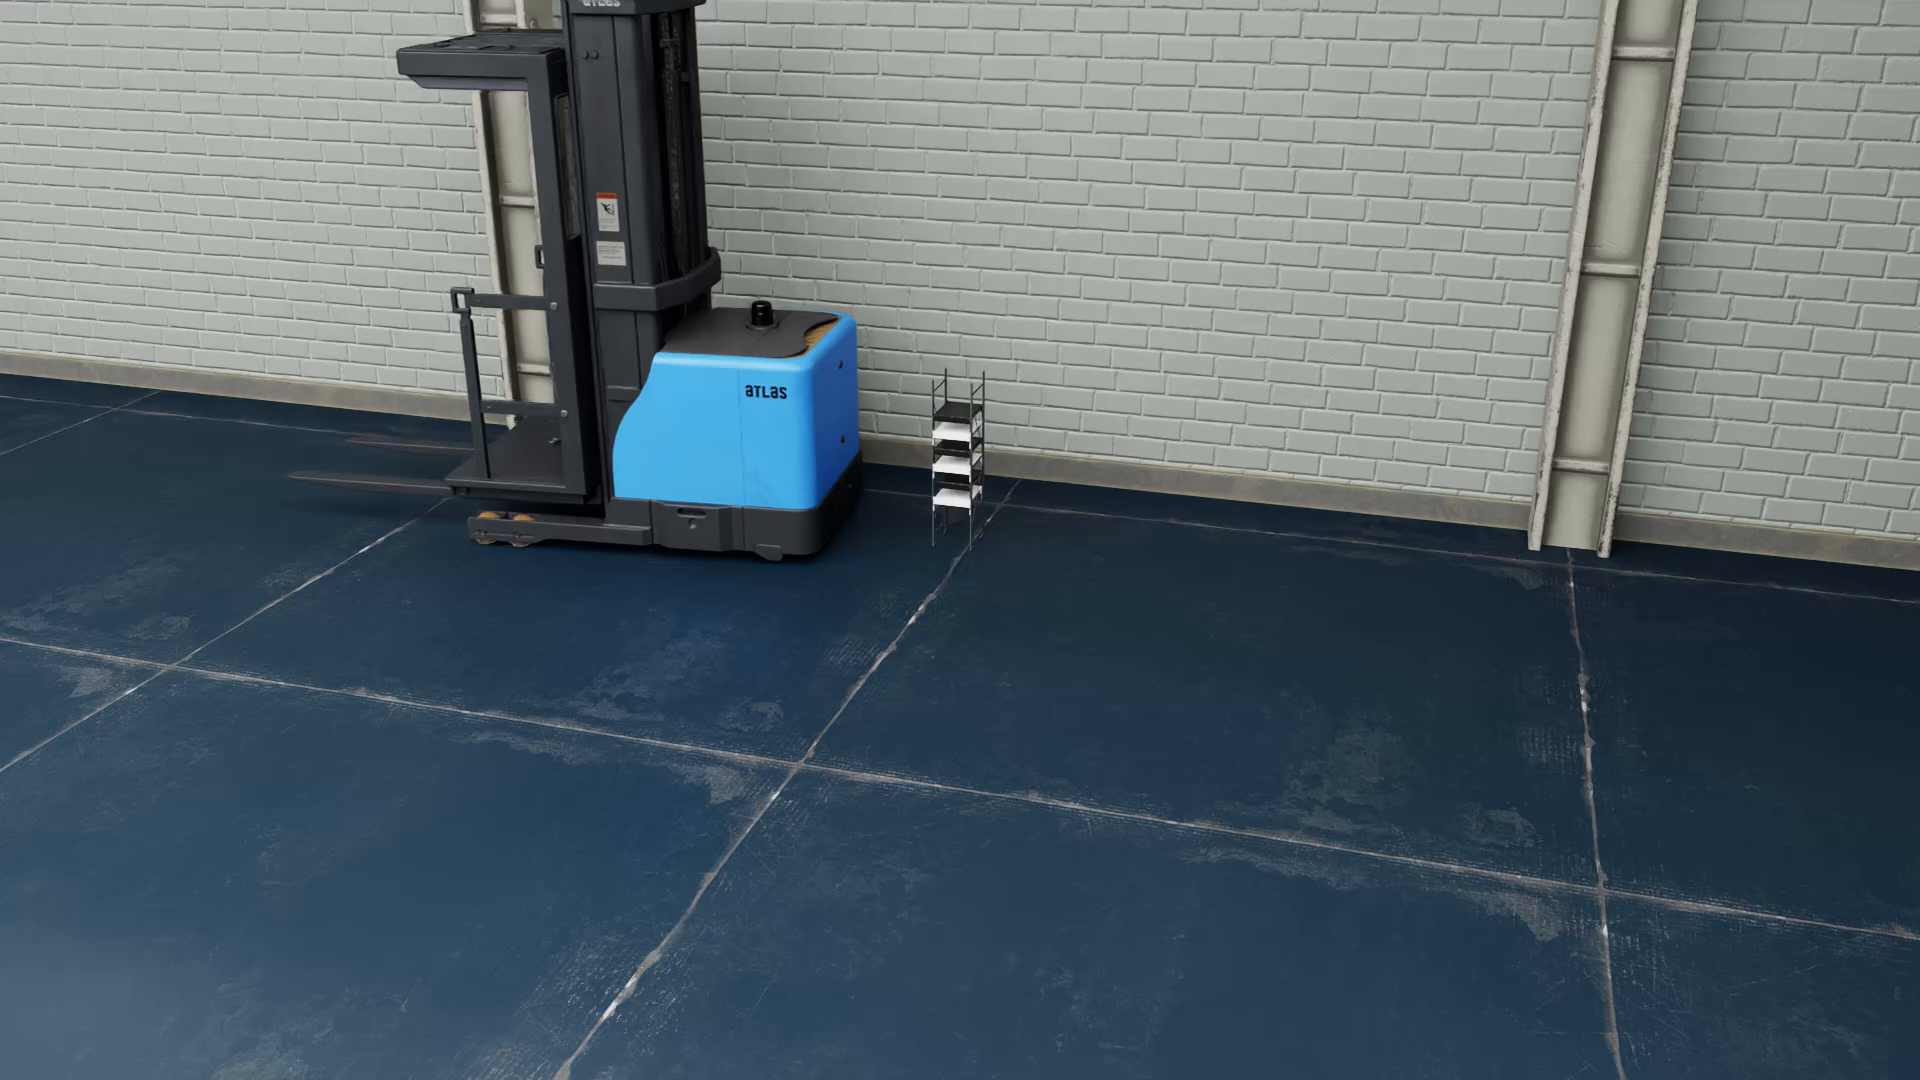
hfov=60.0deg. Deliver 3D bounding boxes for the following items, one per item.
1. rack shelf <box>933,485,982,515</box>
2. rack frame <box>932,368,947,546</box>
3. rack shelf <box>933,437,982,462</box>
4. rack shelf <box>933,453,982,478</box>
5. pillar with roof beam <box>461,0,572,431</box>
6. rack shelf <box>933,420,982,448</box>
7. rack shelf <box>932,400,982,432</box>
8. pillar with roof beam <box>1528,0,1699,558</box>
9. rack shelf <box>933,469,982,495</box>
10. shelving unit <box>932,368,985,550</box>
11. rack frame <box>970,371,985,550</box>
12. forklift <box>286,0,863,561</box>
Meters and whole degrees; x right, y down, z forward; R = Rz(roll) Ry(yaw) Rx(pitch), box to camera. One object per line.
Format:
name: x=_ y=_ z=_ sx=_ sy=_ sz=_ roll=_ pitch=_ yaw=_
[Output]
rack shelf: x=-0.008 y=-0.220 z=8.682 sx=0.200 sy=0.077 sz=0.258 roll=7 pitch=23 yaw=16
rack frame: x=-0.105 y=-0.428 z=8.629 sx=0.006 sy=0.900 sz=0.240 roll=7 pitch=23 yaw=16
rack shelf: x=-0.008 y=-0.470 z=8.580 sx=0.200 sy=0.077 sz=0.258 roll=7 pitch=23 yaw=16
rack shelf: x=-0.008 y=-0.386 z=8.614 sx=0.200 sy=0.077 sz=0.258 roll=7 pitch=23 yaw=16
pillar with roof beam: x=-3.795 y=-3.243 z=4.818 sx=0.400 sy=9.000 sz=9.100 roll=7 pitch=23 yaw=16
rack shelf: x=-0.008 y=-0.553 z=8.546 sx=0.200 sy=0.077 sz=0.258 roll=7 pitch=23 yaw=16
rack shelf: x=-0.008 y=-0.636 z=8.512 sx=0.200 sy=0.077 sz=0.258 roll=7 pitch=23 yaw=16
pillar with roof beam: x=1.950 y=-2.585 z=3.214 sx=0.400 sy=9.000 sz=9.100 roll=7 pitch=23 yaw=16
rack shelf: x=-0.008 y=-0.303 z=8.648 sx=0.200 sy=0.077 sz=0.258 roll=7 pitch=23 yaw=16
shelving unit: x=-0.008 y=-0.417 z=8.601 sx=0.210 sy=0.900 sz=0.258 roll=7 pitch=23 yaw=16
rack frame: x=0.090 y=-0.406 z=8.574 sx=0.006 sy=0.900 sz=0.240 roll=7 pitch=23 yaw=16
forklift: x=-2.109 y=-1.510 z=8.588 sx=3.031 sy=2.935 sz=1.130 roll=4 pitch=23 yaw=10
